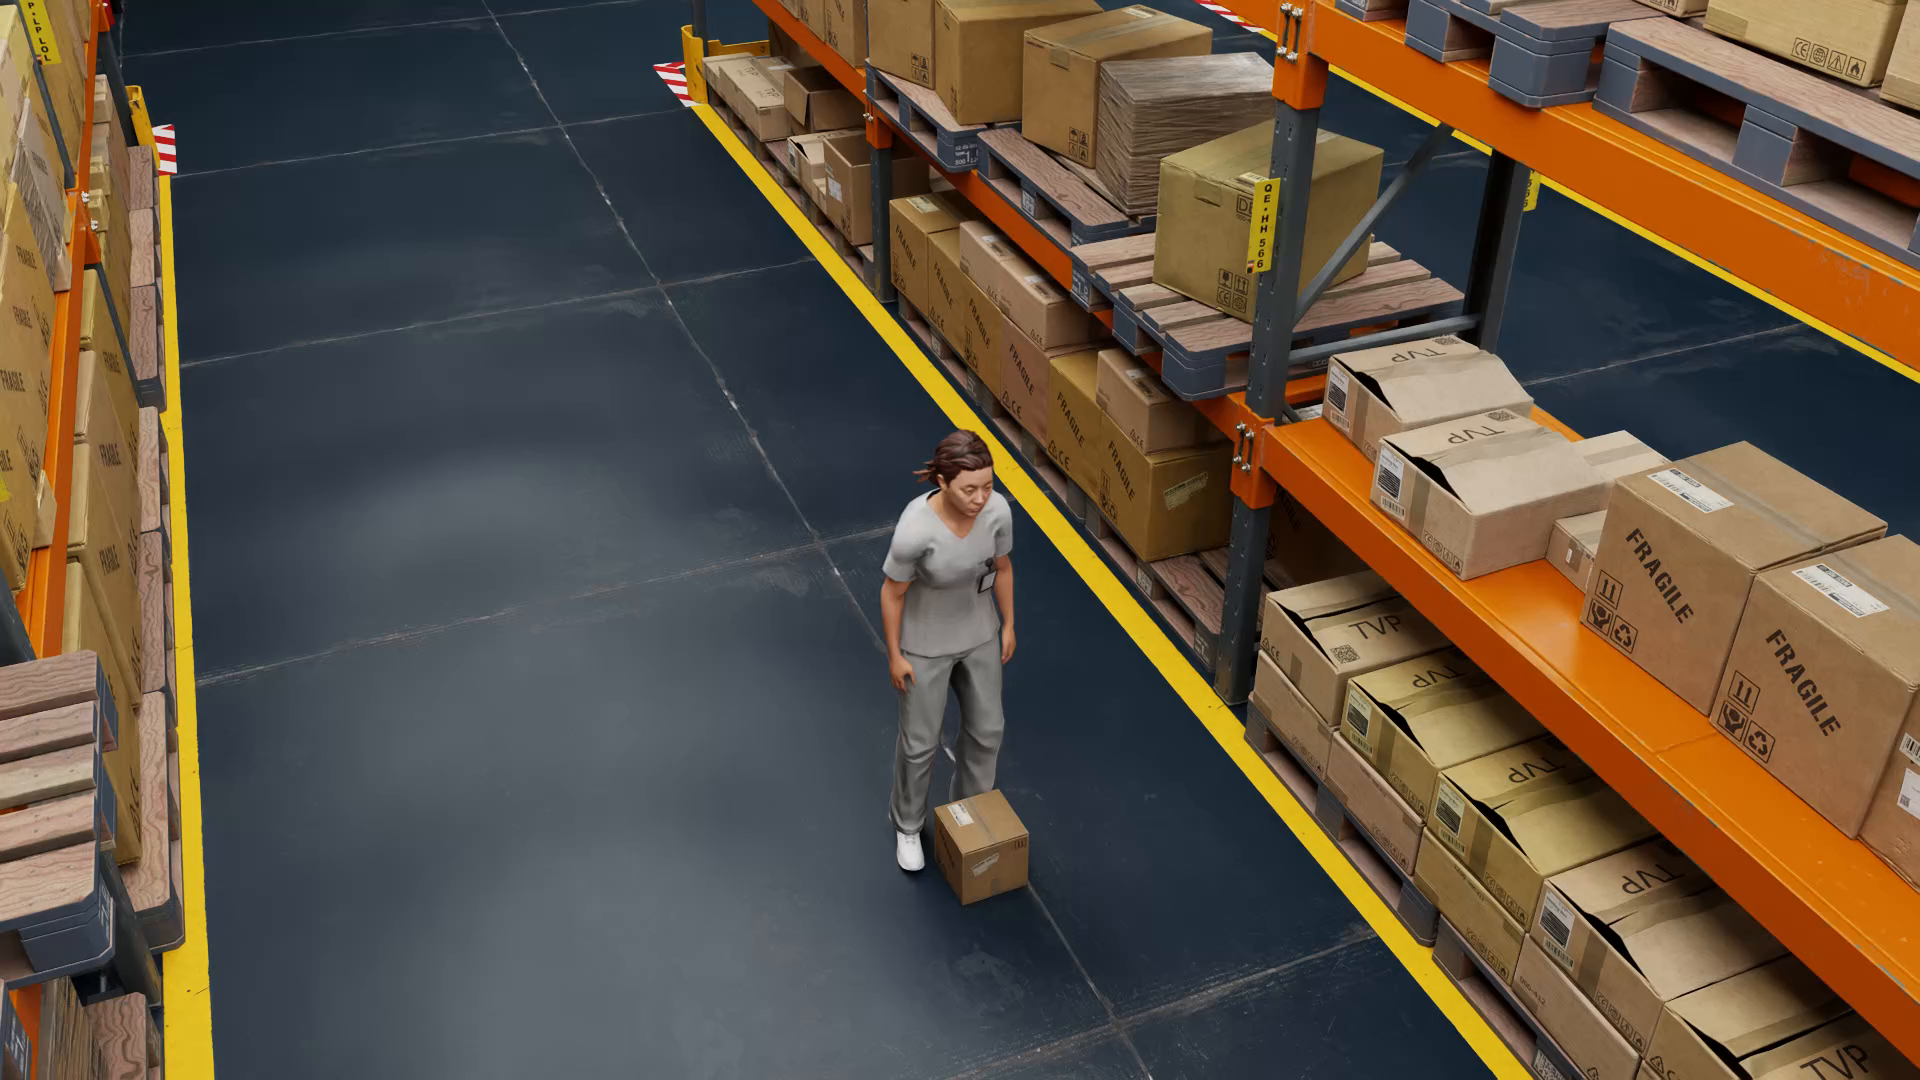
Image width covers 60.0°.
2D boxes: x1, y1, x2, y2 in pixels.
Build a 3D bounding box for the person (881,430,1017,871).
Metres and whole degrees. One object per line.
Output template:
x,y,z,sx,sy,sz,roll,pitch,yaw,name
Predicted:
-0.020,0.368,5.589,0.503,1.671,0.416,-15,36,-21,person
